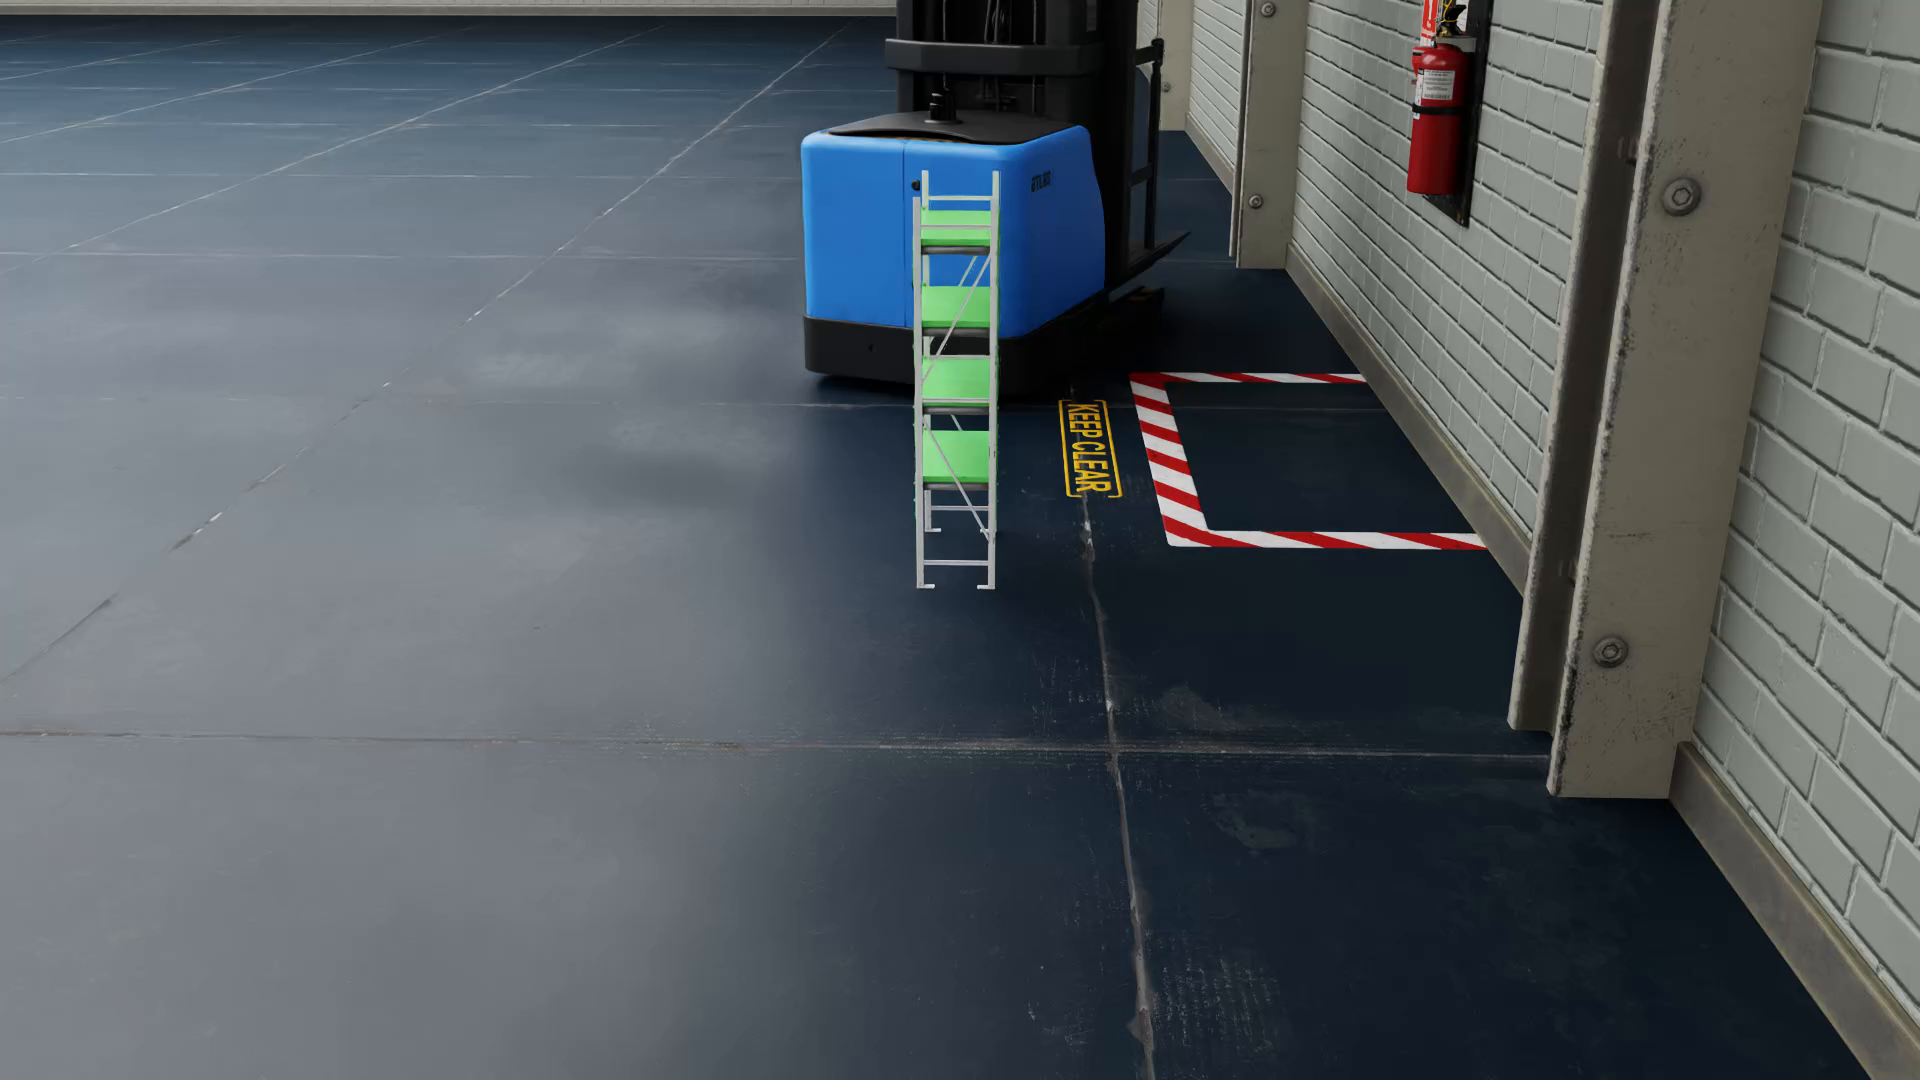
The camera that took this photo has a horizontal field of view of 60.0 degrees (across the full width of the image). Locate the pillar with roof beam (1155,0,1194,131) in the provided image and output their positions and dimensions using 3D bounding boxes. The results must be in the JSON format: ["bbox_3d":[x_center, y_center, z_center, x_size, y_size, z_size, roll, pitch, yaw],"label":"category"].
[{"bbox_3d":[-2.368,-8.041,13.813,9.100,9.000,0.400,1,21,2],"label":"pillar with roof beam"}]

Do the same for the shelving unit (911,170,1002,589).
[{"bbox_3d":[-0.005,-0.500,5.158,0.258,1.200,0.503,1,21,2],"label":"shelving unit"}]

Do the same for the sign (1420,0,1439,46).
[{"bbox_3d":[1.804,-1.967,6.402,0.001,0.329,0.234,1,21,2],"label":"sign"}]

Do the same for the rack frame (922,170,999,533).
[{"bbox_3d":[0.002,-0.588,5.385,0.240,1.200,0.015,1,21,2],"label":"rack frame"}]

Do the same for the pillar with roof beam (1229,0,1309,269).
[{"bbox_3d":[-2.550,-5.872,8.222,9.100,9.000,0.400,1,21,2],"label":"pillar with roof beam"}]

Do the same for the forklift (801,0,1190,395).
[{"bbox_3d":[0.380,-2.462,7.821,1.130,2.935,3.031,9,23,22],"label":"forklift"}]

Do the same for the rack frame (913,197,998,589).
[{"bbox_3d":[-0.012,-0.411,4.930,0.240,1.200,0.015,1,21,2],"label":"rack frame"}]

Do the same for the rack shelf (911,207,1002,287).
[{"bbox_3d":[-0.005,-0.887,5.007,0.258,0.148,0.480,1,21,2],"label":"rack shelf"}]

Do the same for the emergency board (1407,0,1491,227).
[{"bbox_3d":[1.684,-1.751,5.896,0.194,1.169,0.643,1,21,2],"label":"emergency board"}]

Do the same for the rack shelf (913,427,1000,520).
[{"bbox_3d":[-0.005,-0.216,5.268,0.258,0.148,0.480,1,21,2],"label":"rack shelf"}]

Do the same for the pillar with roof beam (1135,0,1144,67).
[{"bbox_3d":[-2.185,-10.211,19.404,9.100,9.000,0.400,1,21,2],"label":"pillar with roof beam"}]

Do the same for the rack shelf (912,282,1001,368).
[{"bbox_3d":[-0.005,-0.664,5.094,0.258,0.148,0.480,1,21,2],"label":"rack shelf"}]

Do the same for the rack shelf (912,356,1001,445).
[{"bbox_3d":[-0.005,-0.440,5.181,0.258,0.148,0.480,1,21,2],"label":"rack shelf"}]

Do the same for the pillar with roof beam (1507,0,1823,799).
[{"bbox_3d":[-2.733,-3.702,2.631,9.100,9.000,0.400,1,21,2],"label":"pillar with roof beam"}]
